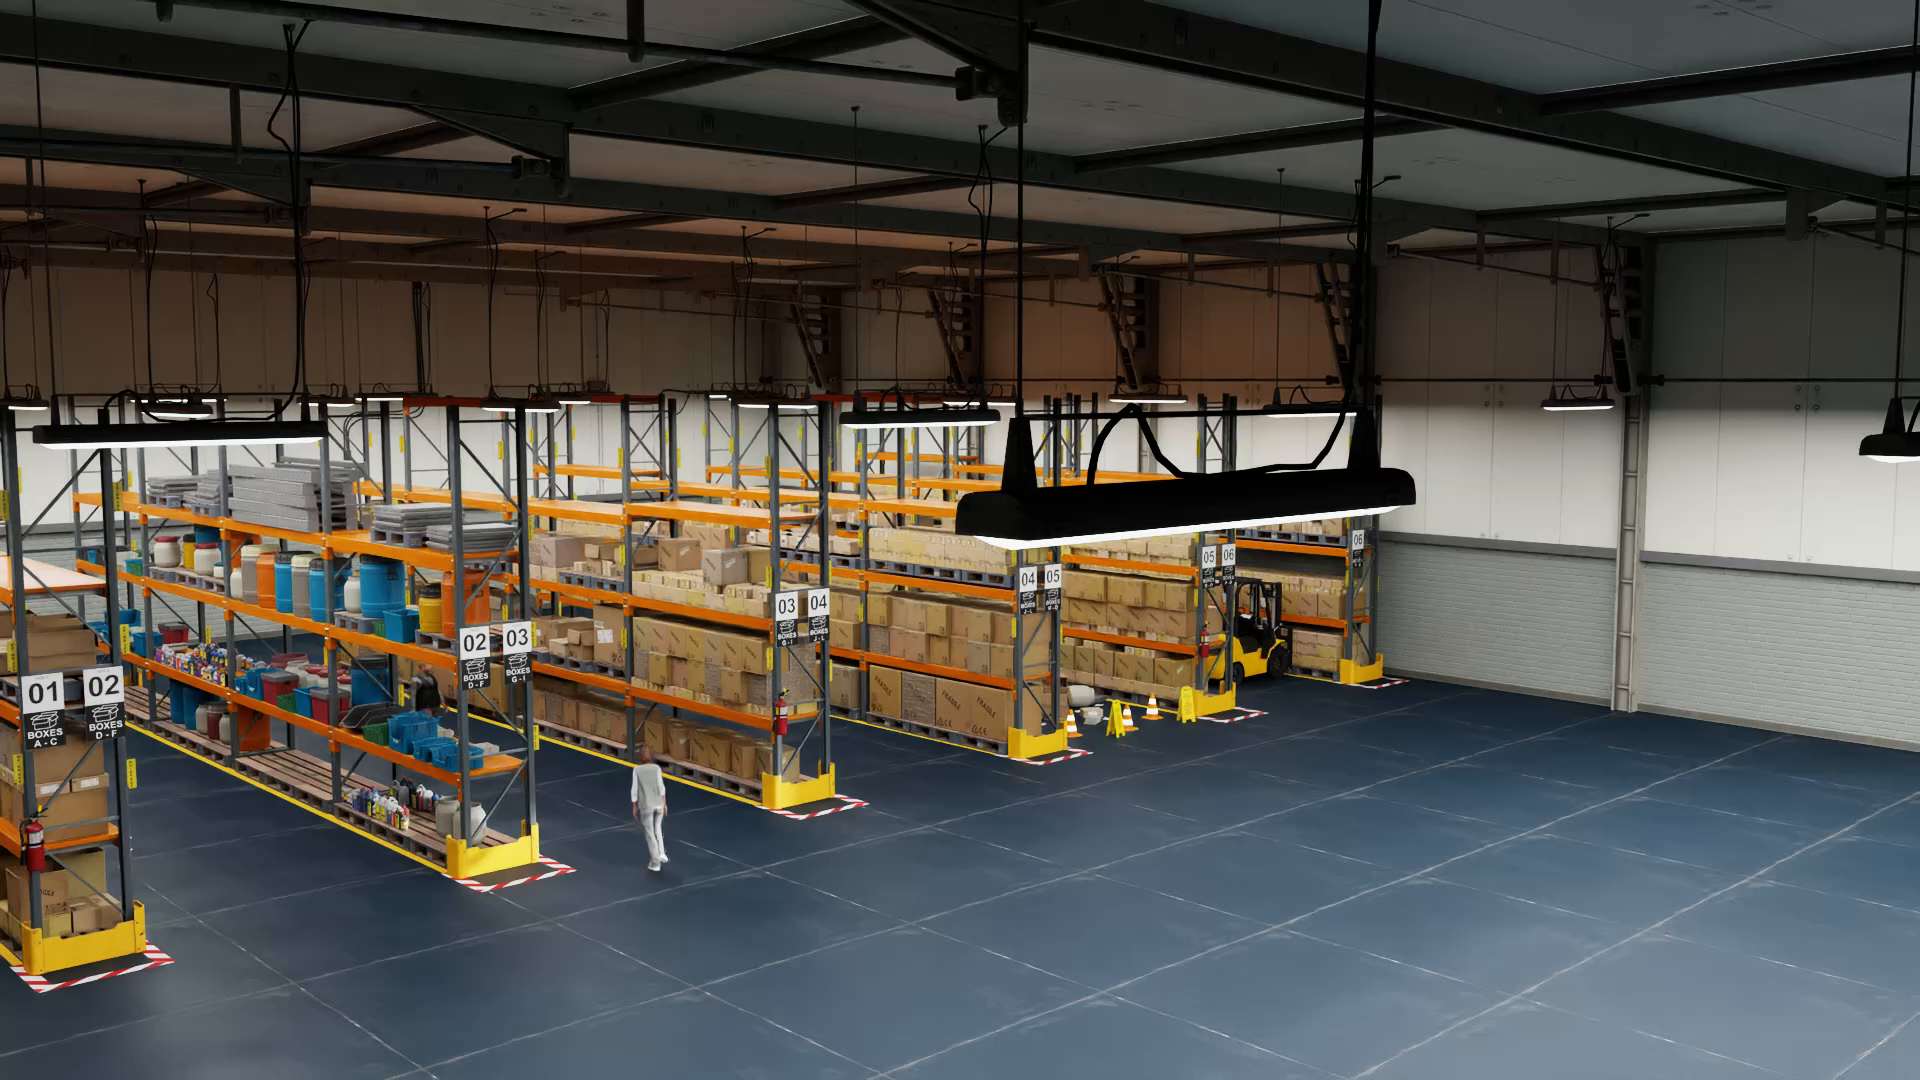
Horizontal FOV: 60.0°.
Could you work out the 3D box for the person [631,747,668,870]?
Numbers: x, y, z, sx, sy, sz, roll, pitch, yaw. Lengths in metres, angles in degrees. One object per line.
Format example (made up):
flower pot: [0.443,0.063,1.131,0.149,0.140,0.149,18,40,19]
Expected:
person: [-3.995,3.457,21.447,0.449,1.583,0.466,-3,6,-31]

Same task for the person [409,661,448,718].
person: [-8.719,2.836,27.576,0.768,1.721,0.571,2,6,24]
